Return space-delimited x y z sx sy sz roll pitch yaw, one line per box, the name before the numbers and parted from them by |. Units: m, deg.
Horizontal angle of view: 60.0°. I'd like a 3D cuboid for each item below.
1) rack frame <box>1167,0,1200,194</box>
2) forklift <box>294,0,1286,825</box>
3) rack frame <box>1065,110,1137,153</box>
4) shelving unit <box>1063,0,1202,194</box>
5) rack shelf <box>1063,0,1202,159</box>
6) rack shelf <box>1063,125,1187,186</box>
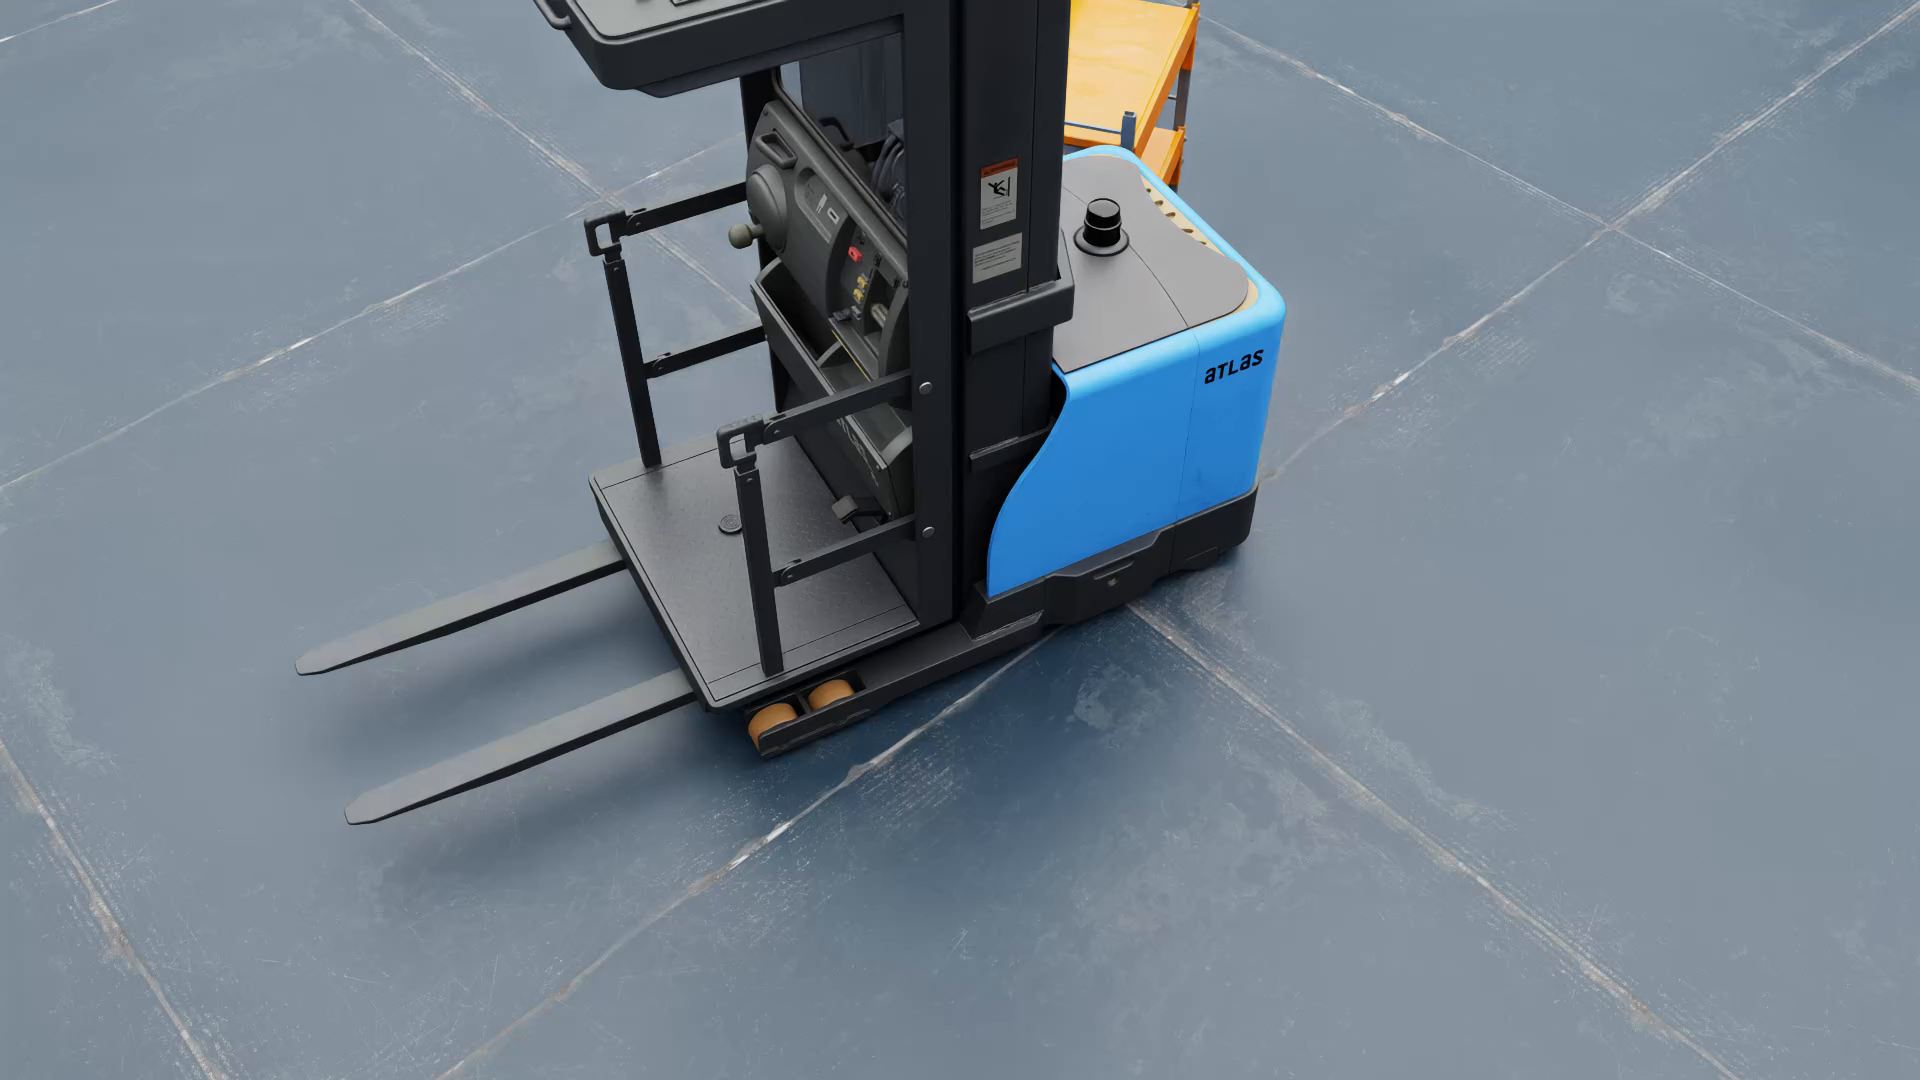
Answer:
rack frame | 0.664 -1.798 6.644 0.500 1.125 0.032 14 49 12
forklift | -0.552 -0.777 4.473 3.031 2.935 1.130 -21 51 -19
rack frame | 0.347 -1.088 5.988 0.500 1.125 0.032 14 49 12
shelving unit | 0.506 -1.443 6.316 0.538 1.125 1.048 14 49 12
rack shelf | 0.506 -1.641 6.101 0.538 0.278 1.000 14 49 12
rack shelf | 0.506 -1.277 6.496 0.538 0.278 1.000 14 49 12
